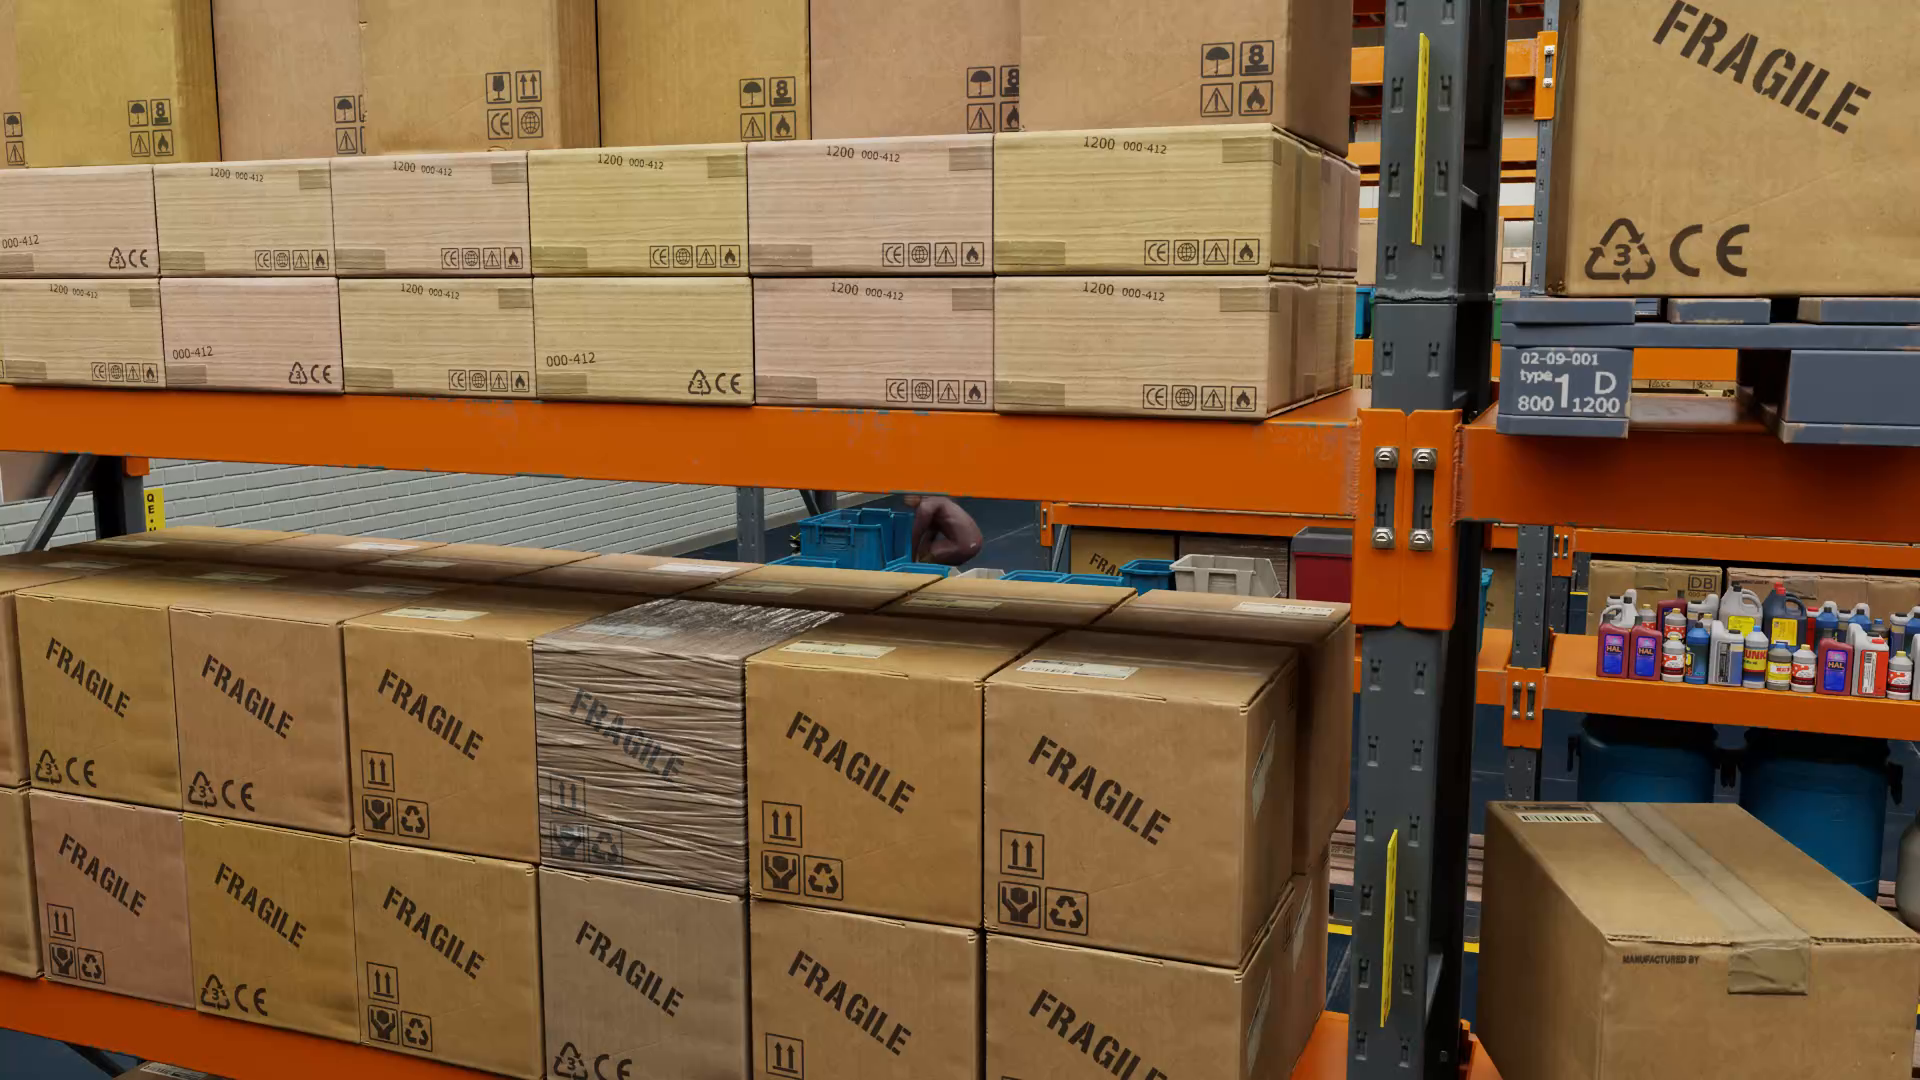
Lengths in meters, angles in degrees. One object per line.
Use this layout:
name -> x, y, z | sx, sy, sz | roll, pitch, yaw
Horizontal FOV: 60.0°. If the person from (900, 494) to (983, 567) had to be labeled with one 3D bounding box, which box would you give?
person -> -0.187, 0.060, 15.903 | 0.809, 1.215, 0.628 | 3, 9, 21
